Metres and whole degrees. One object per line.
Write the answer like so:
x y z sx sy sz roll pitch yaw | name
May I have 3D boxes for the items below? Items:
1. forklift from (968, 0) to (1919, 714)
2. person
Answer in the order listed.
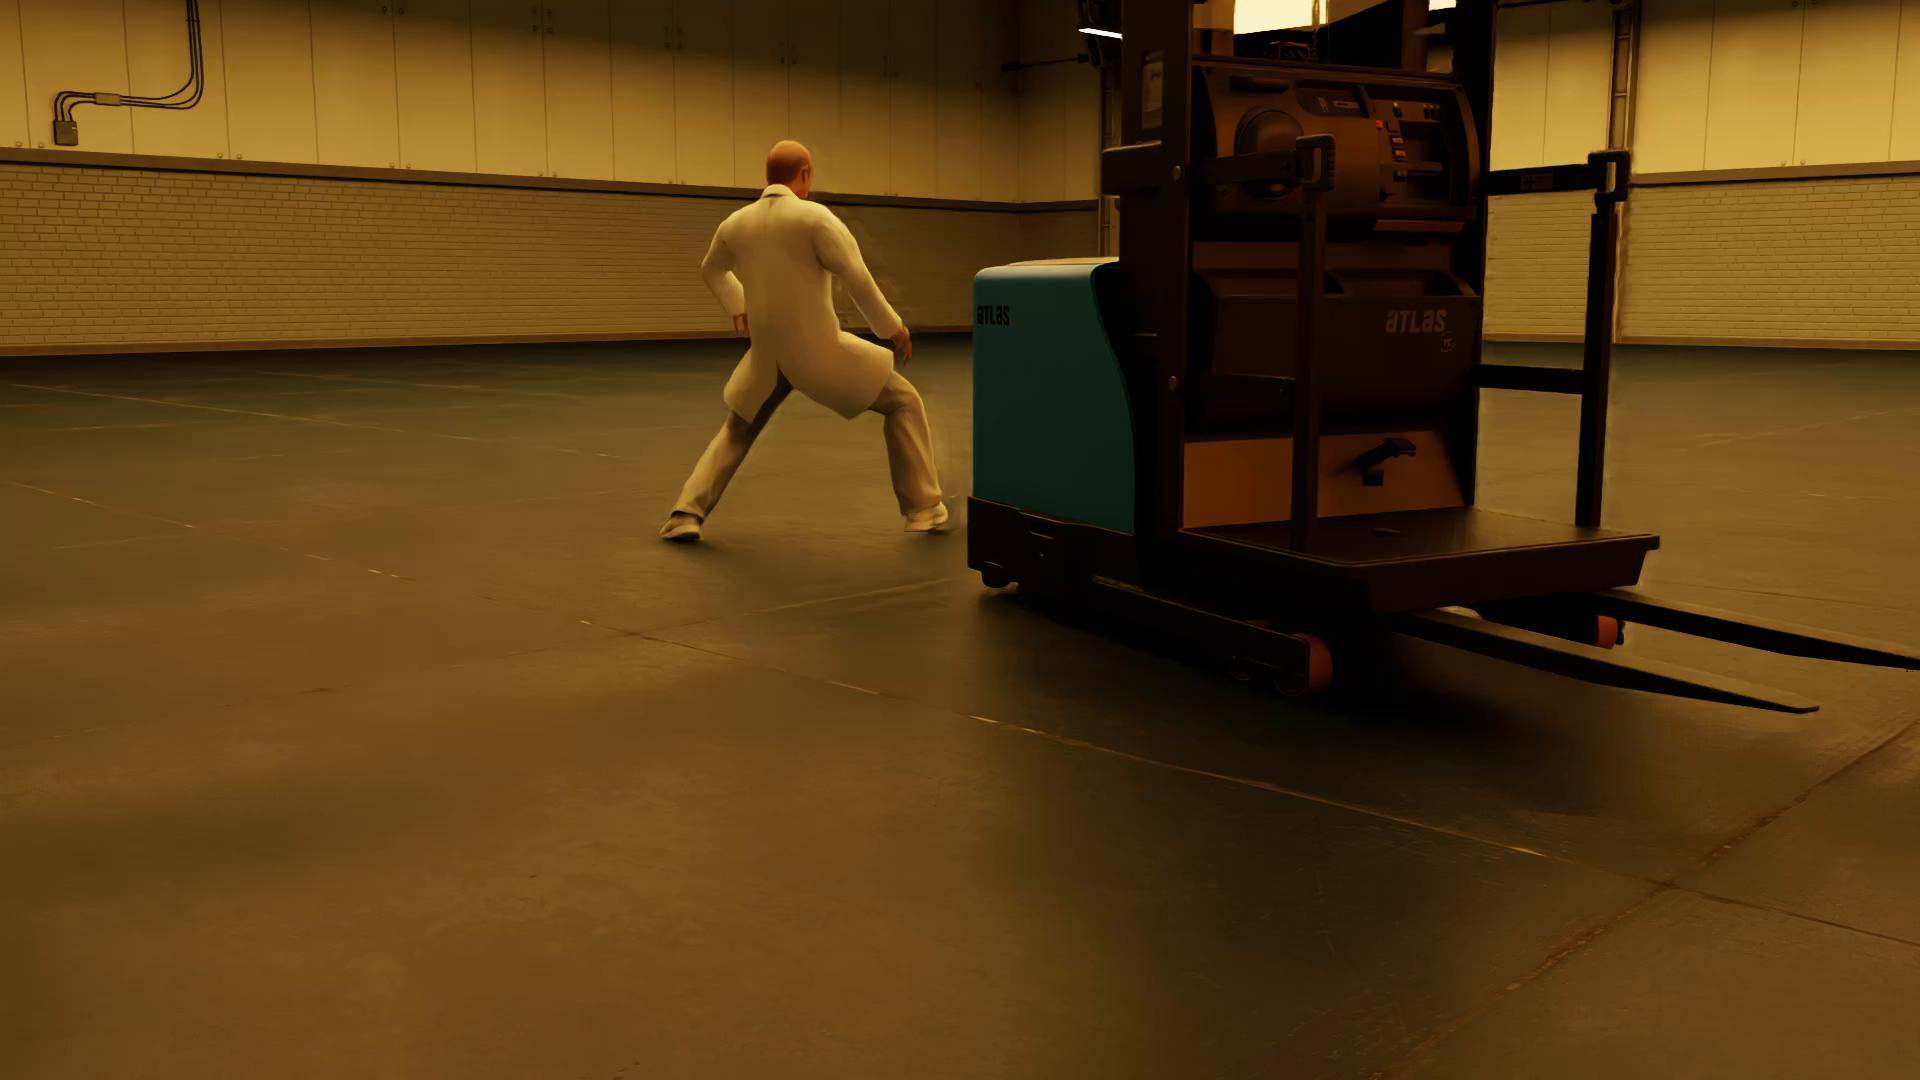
1.158 -1.133 4.397 1.130 2.935 3.031 -4 10 -27 | forklift
-0.653 -0.790 6.797 1.032 1.634 0.967 5 10 32 | person
